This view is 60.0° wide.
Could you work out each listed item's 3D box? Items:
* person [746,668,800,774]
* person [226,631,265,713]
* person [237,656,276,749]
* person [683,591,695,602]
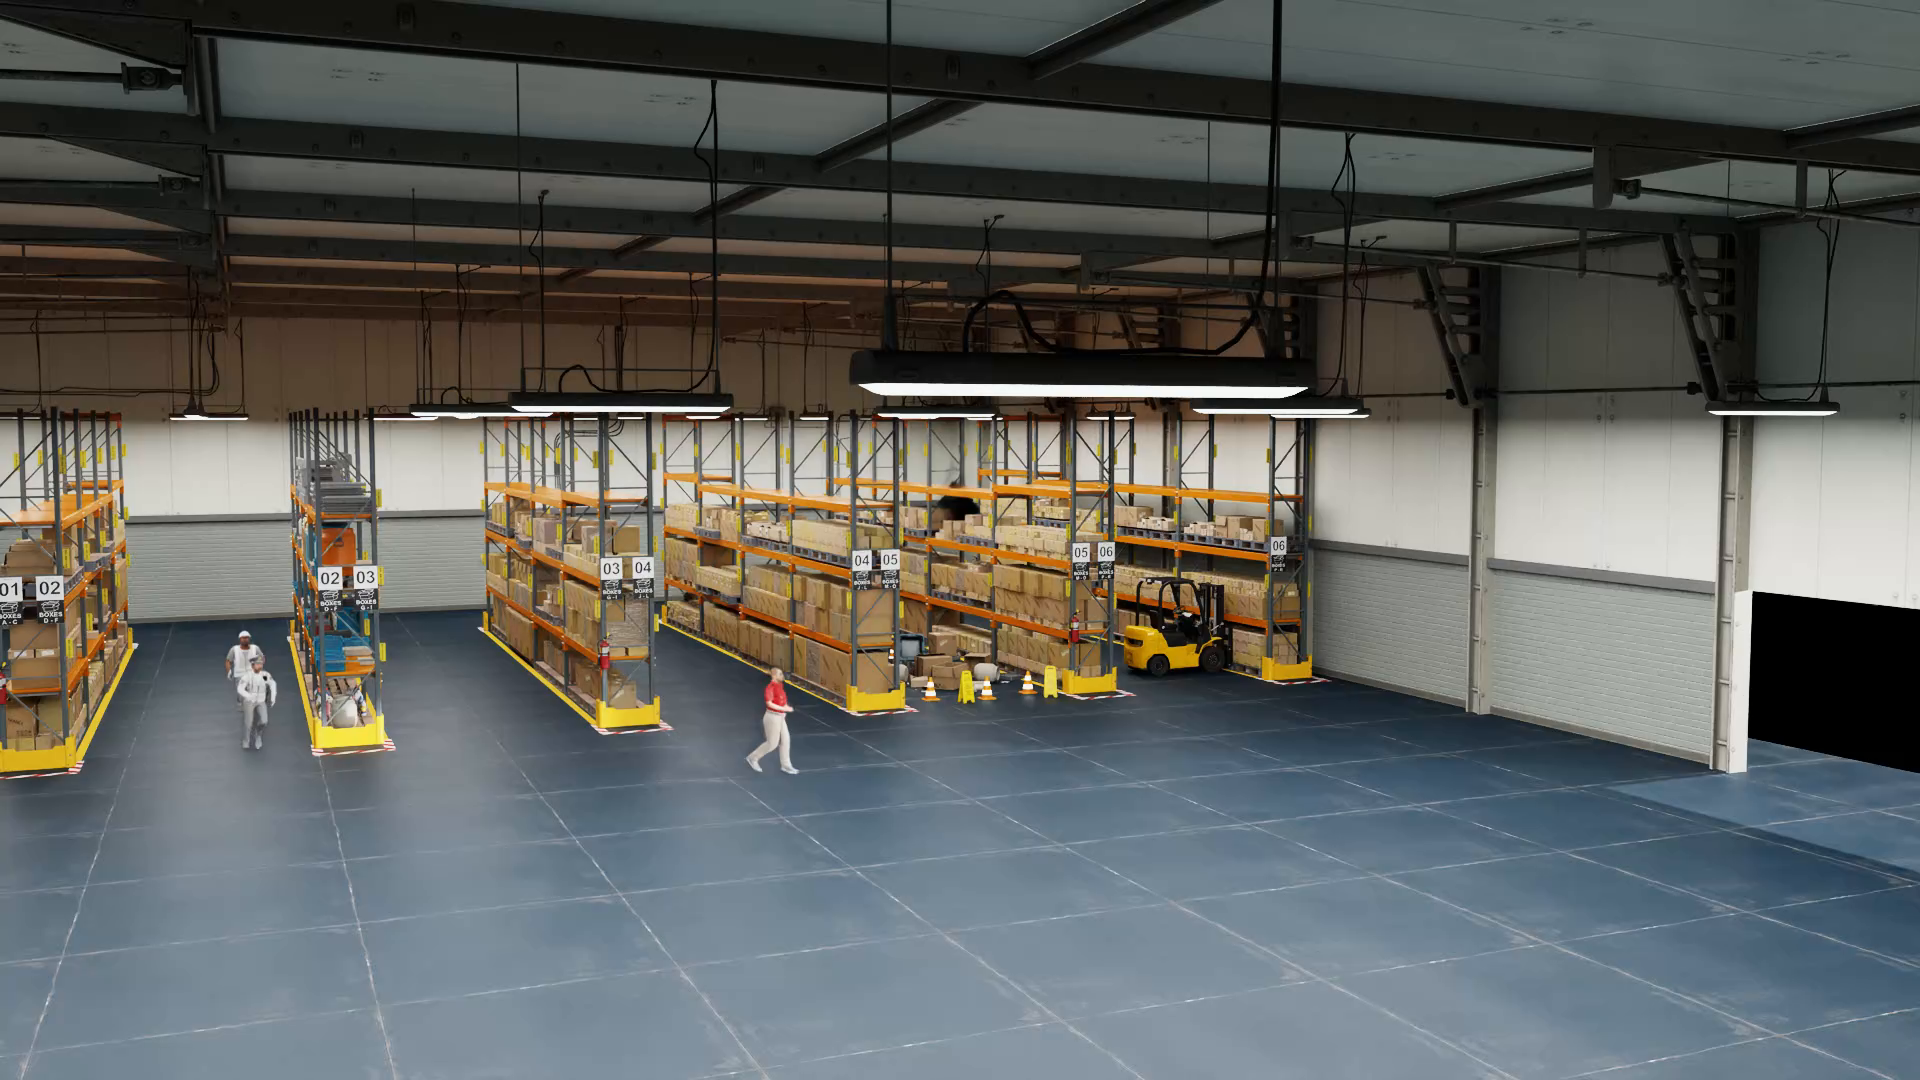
[{"bbox_3d":[-3.055,2.961,27.195,0.867,1.752,0.685,0,4,6],"label":"person"},{"bbox_3d":[-13.749,2.618,32.012,0.689,1.737,0.602,-2,4,-26],"label":"person"},{"bbox_3d":[-12.313,2.849,29.164,0.674,1.645,0.590,-3,5,-34],"label":"person"},{"bbox_3d":[-8.120,1.404,49.562,1.003,1.688,0.774,1,4,19],"label":"person"}]
